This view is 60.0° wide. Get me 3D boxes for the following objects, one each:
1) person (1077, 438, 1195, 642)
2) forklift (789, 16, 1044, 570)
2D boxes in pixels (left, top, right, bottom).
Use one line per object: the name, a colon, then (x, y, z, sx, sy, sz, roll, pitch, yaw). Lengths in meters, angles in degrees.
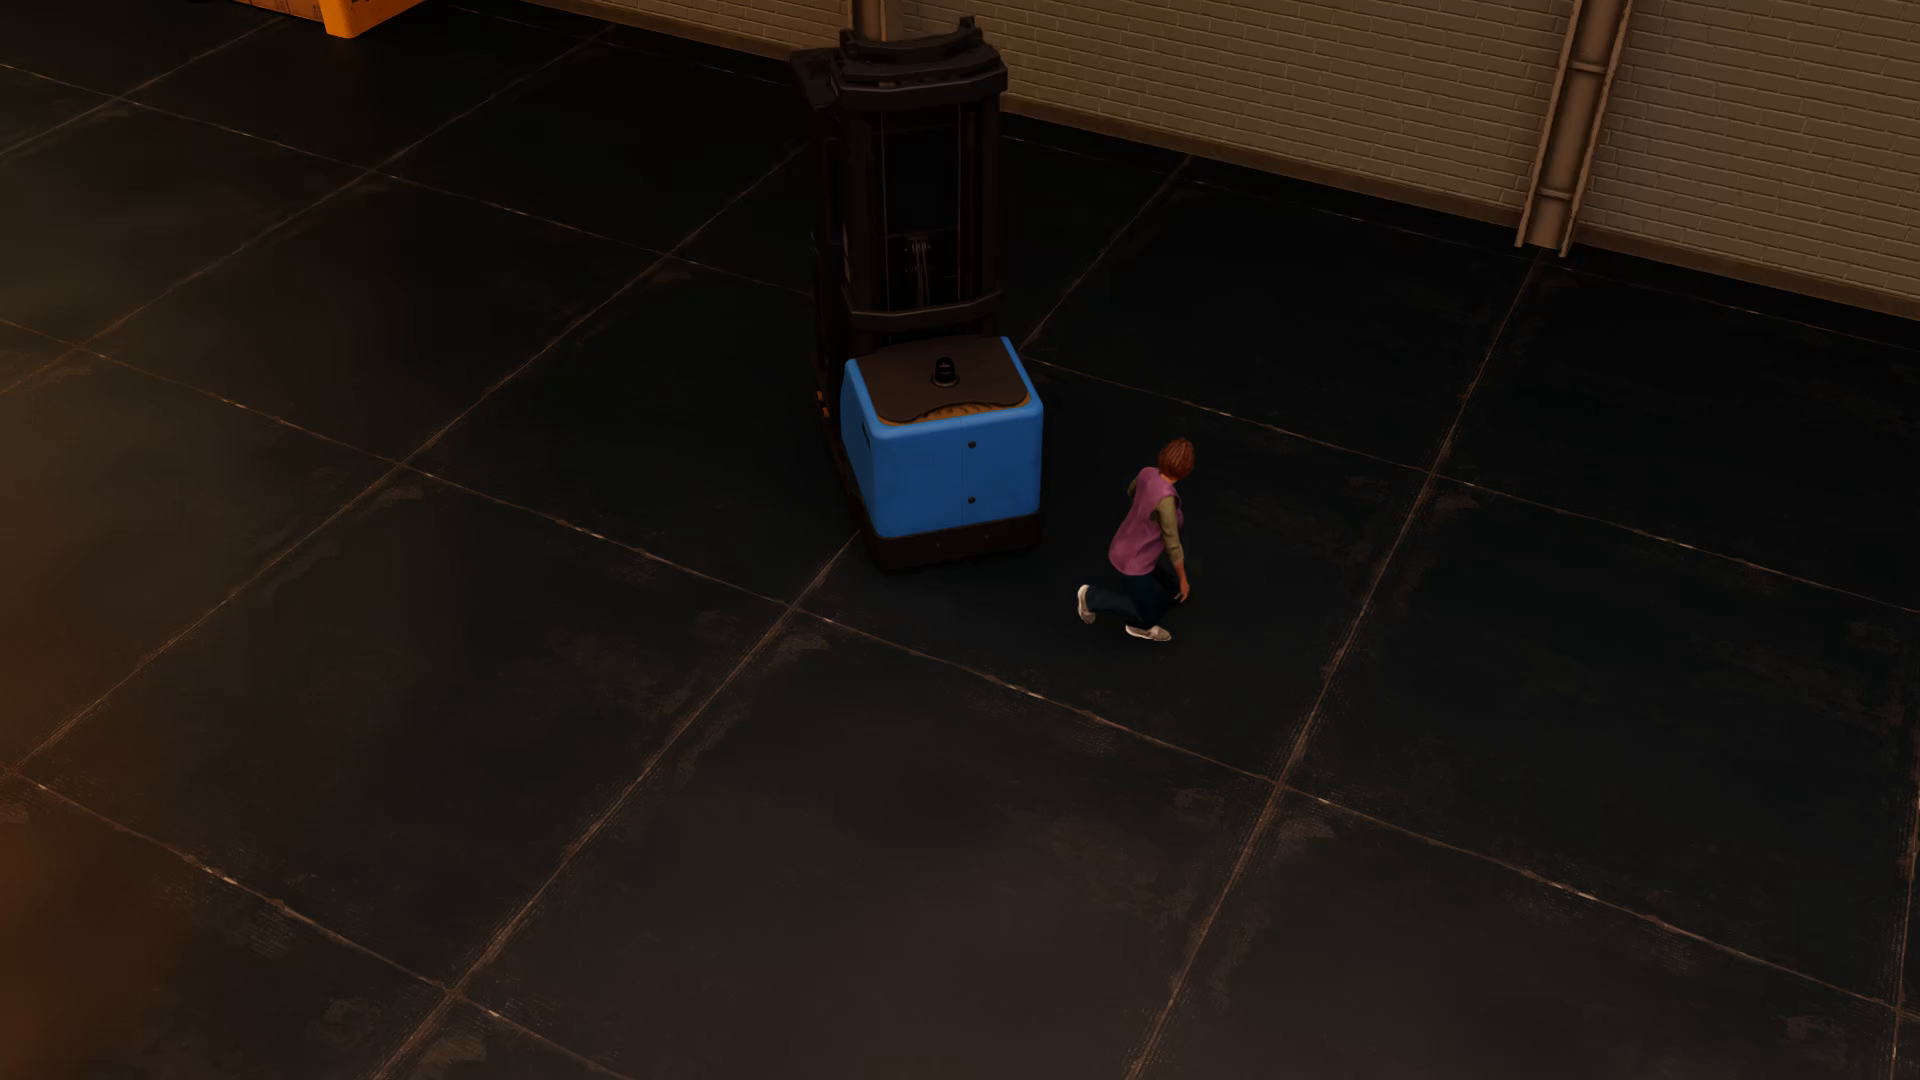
person: (0.995, 0.010, 9.198, 0.647, 1.395, 0.576, 10, 41, 12)
forklift: (-0.375, -1.902, 10.245, 1.130, 2.935, 3.031, -10, 41, -11)
